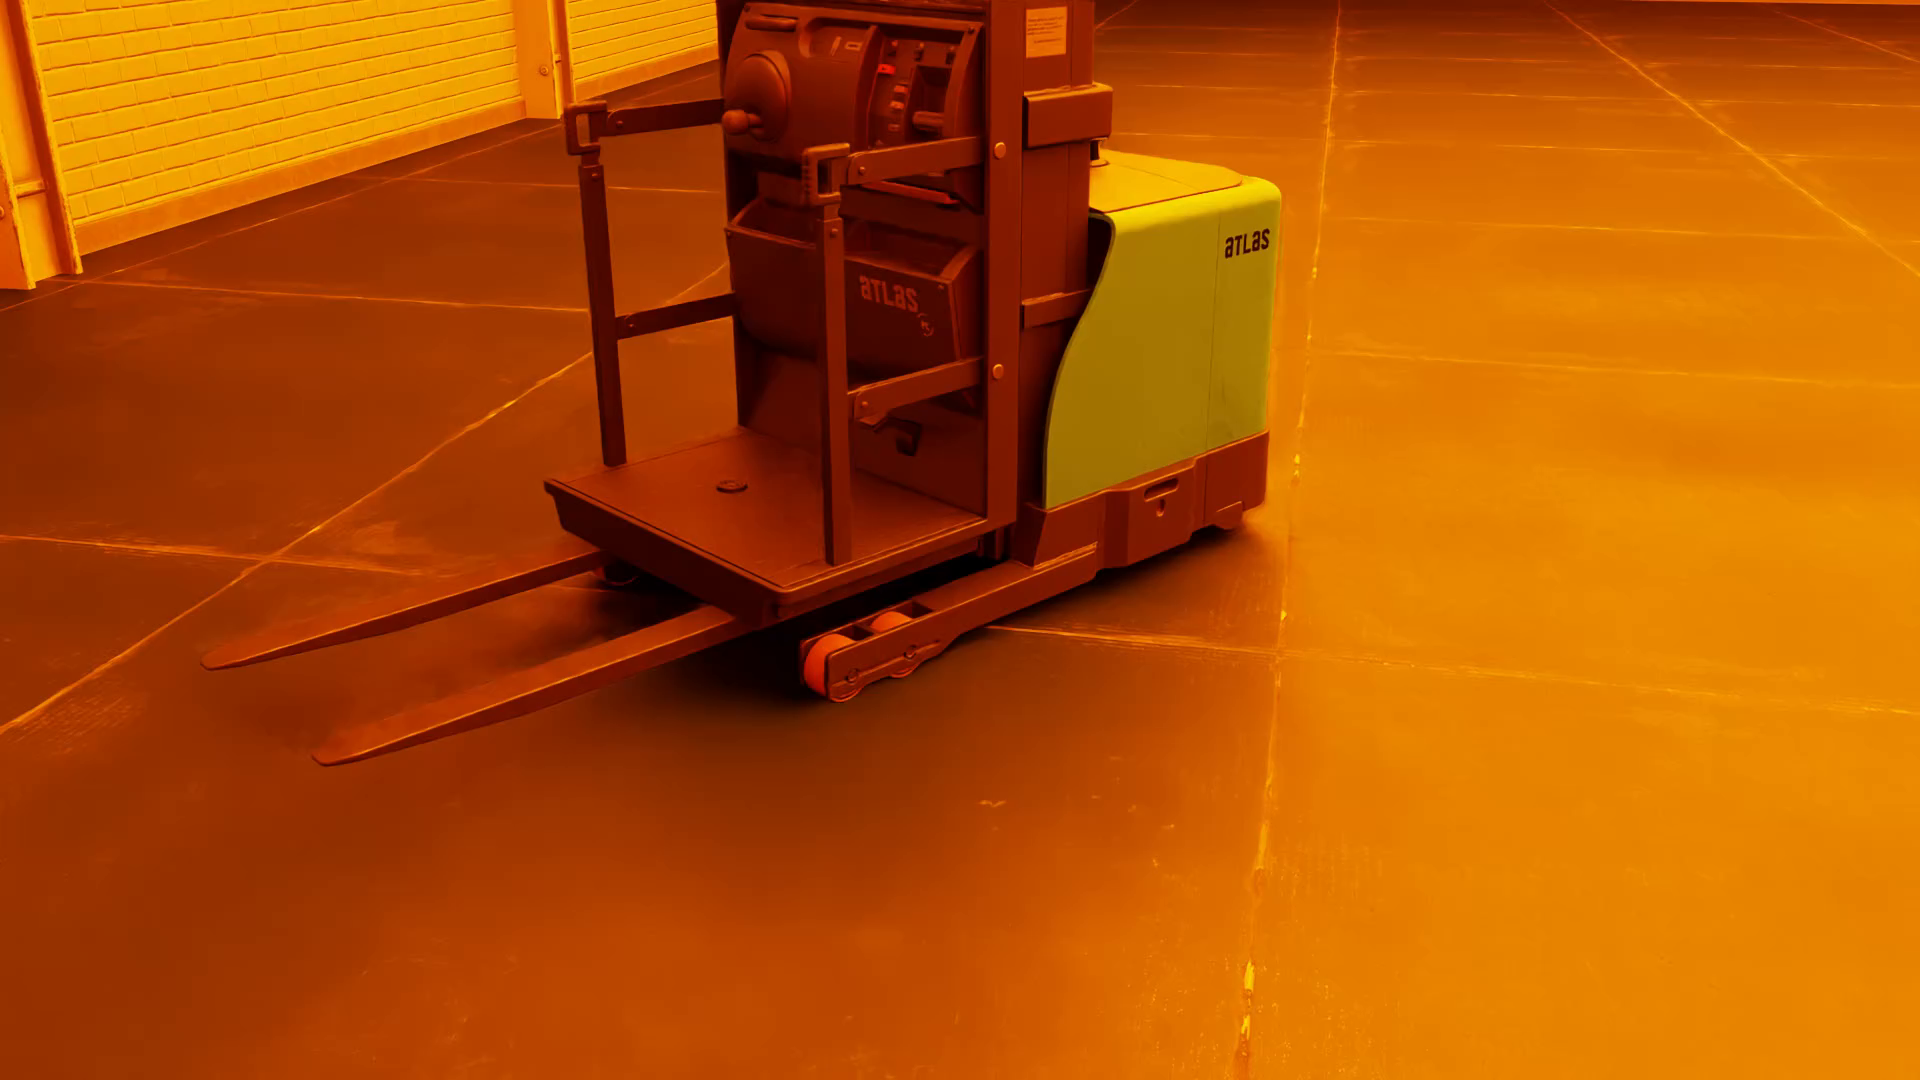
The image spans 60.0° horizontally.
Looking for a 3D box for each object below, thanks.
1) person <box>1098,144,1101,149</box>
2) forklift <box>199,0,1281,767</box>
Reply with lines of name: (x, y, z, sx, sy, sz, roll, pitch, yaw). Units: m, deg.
person: (0.256, -1.270, 6.332, 0.799, 1.481, 0.584, 3, 22, 8)
forklift: (-0.447, -1.173, 4.144, 3.031, 2.935, 1.130, -20, 29, -40)
